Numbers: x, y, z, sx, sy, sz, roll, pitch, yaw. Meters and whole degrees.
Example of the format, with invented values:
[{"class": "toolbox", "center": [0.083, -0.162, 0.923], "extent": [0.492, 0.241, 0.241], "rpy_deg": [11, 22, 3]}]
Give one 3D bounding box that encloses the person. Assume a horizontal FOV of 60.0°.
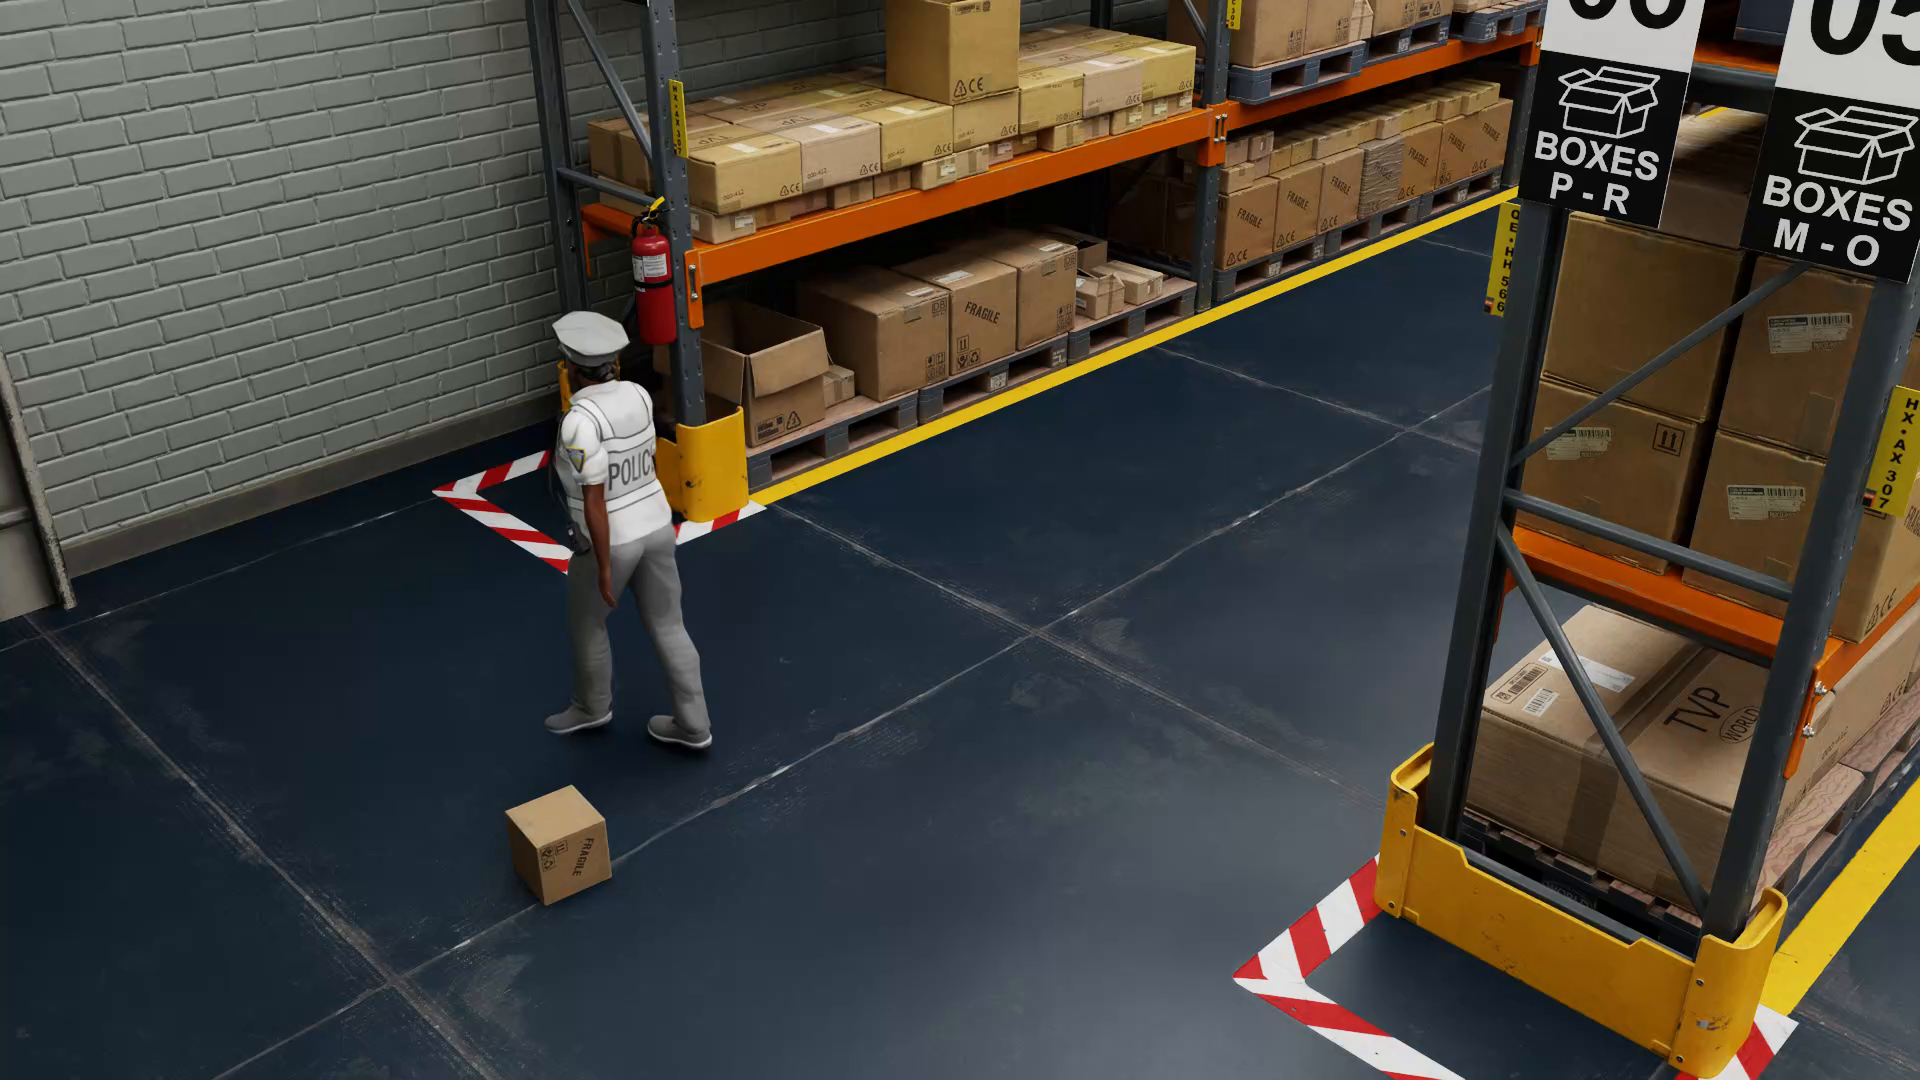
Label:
[{"class": "person", "center": [-1.238, 0.010, 6.111], "extent": [0.697, 1.701, 0.477], "rpy_deg": [19, 33, 31]}]
